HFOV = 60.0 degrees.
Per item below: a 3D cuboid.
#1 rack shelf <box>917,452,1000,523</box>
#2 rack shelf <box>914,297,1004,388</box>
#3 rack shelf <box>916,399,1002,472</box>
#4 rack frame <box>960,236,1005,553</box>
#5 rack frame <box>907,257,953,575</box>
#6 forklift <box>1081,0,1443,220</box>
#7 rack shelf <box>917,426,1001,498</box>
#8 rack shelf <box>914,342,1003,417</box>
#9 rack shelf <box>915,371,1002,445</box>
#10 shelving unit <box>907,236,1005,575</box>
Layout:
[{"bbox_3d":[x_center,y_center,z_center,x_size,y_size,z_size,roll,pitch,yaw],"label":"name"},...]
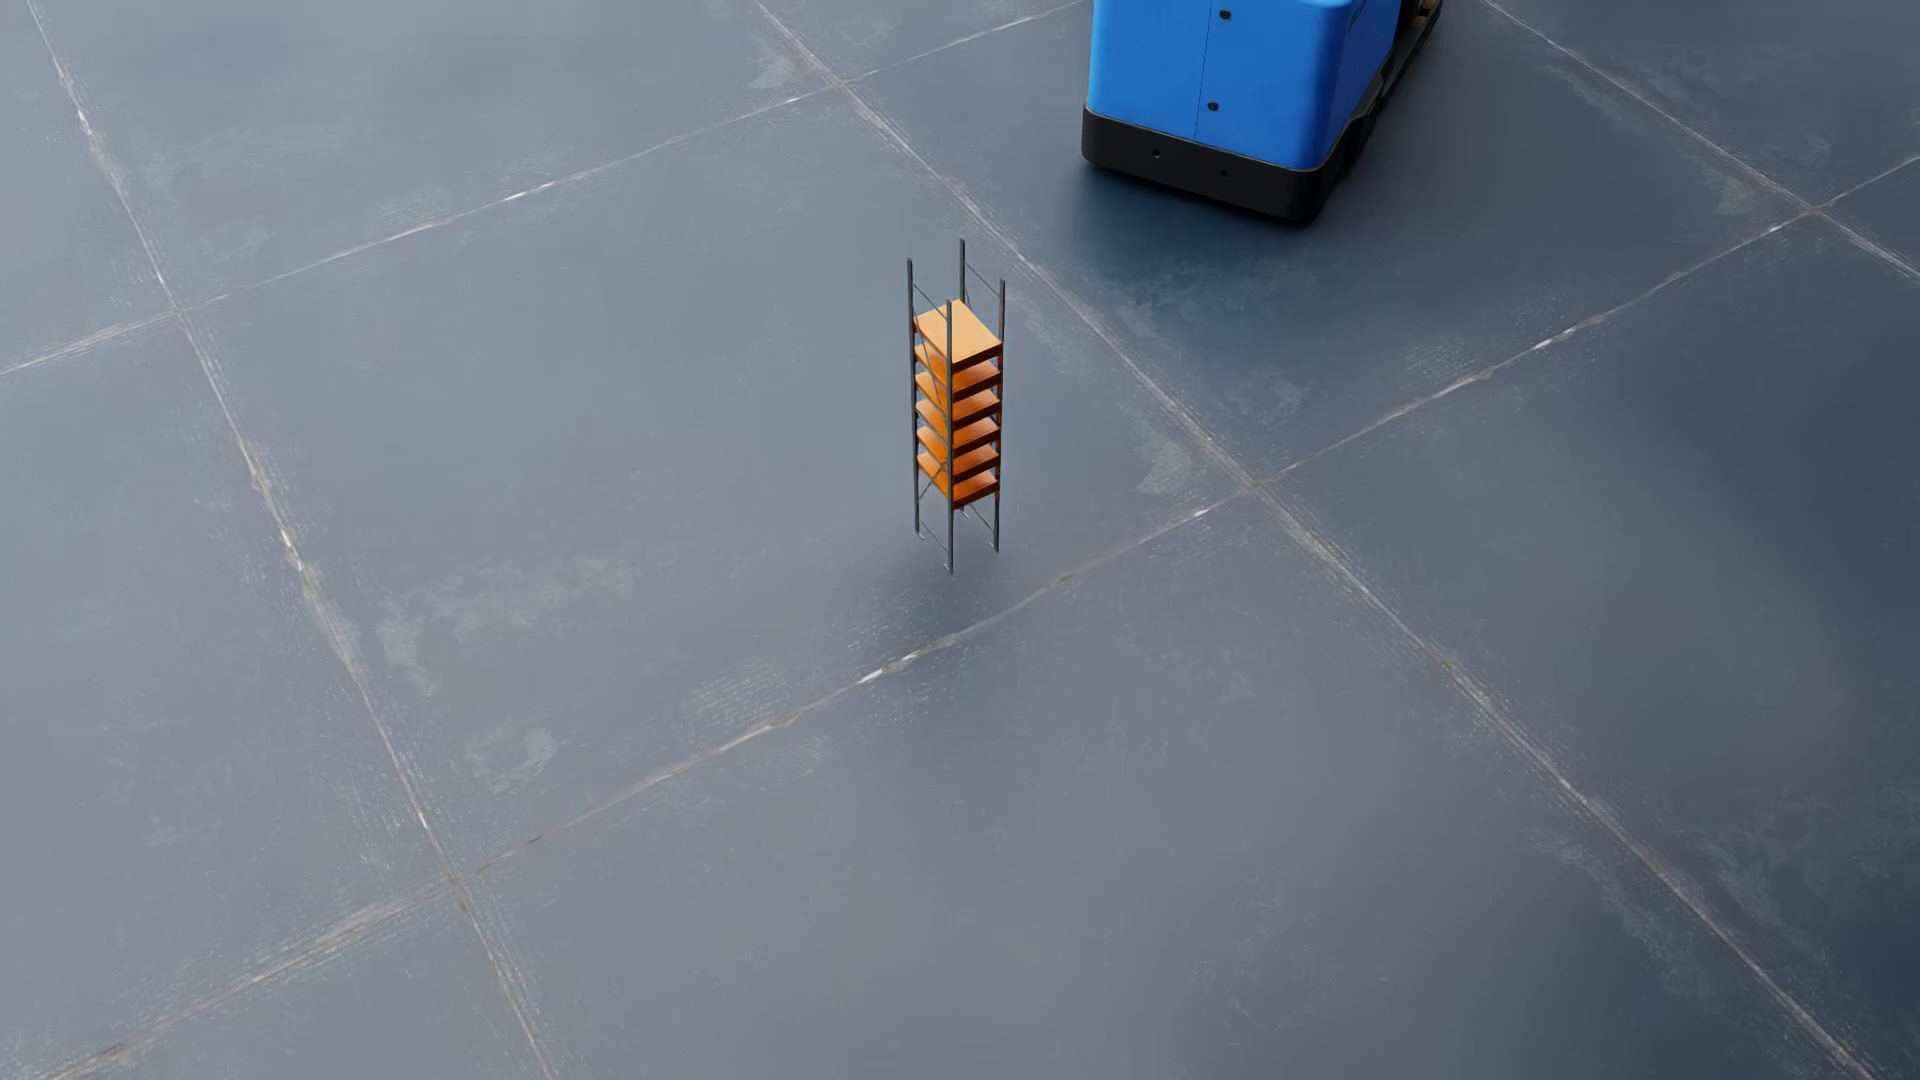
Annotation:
[{"bbox_3d":[-0.012,-0.204,5.509,0.180,0.103,0.258,-25,53,-21],"label":"rack shelf"},{"bbox_3d":[-0.012,-0.603,5.061,0.180,0.103,0.258,-25,53,-21],"label":"rack shelf"},{"bbox_3d":[-0.012,-0.364,5.330,0.180,0.103,0.258,-25,53,-21],"label":"rack shelf"},{"bbox_3d":[0.065,-0.430,5.329,0.006,1.200,0.240,-25,53,-21],"label":"rack frame"},{"bbox_3d":[-0.090,-0.357,5.264,0.006,1.200,0.240,-25,53,-21],"label":"rack frame"},{"bbox_3d":[1.632,-3.397,6.812,1.130,2.935,3.031,21,51,17],"label":"forklift"},{"bbox_3d":[-0.012,-0.284,5.420,0.180,0.103,0.258,-25,53,-21],"label":"rack shelf"},{"bbox_3d":[-0.012,-0.523,5.151,0.180,0.103,0.258,-25,53,-21],"label":"rack shelf"},{"bbox_3d":[-0.012,-0.444,5.240,0.180,0.103,0.258,-25,53,-21],"label":"rack shelf"},{"bbox_3d":[-0.012,-0.393,5.297,0.189,1.200,0.258,-25,53,-21],"label":"shelving unit"}]
